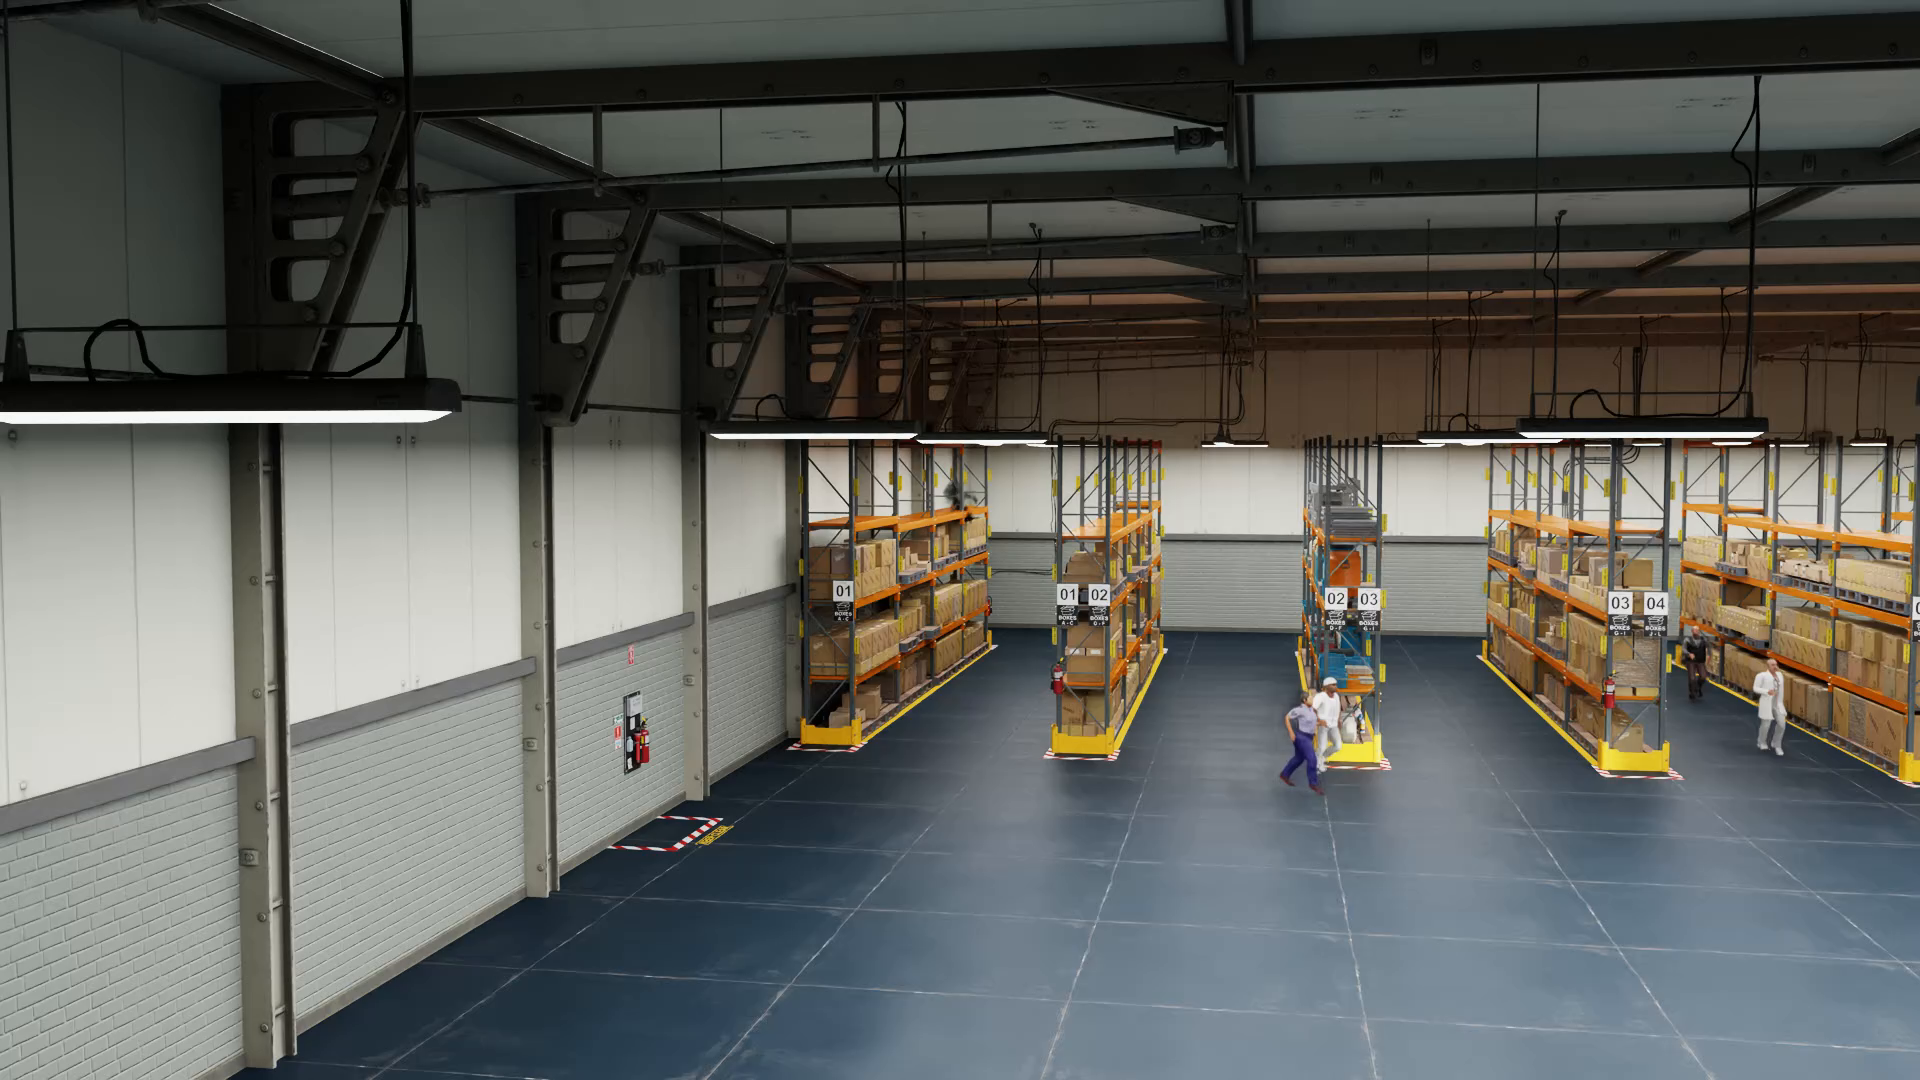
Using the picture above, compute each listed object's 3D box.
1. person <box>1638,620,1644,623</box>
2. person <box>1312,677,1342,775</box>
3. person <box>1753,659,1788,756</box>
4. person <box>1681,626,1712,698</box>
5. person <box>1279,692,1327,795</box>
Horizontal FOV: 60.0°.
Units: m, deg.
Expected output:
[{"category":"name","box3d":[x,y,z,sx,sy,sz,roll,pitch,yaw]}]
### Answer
[{"category":"person","box3d":[18.683,2.380,45.349,0.911,1.766,0.725,-1,3,-21]},{"category":"person","box3d":[6.512,3.279,29.348,0.766,1.709,0.544,-2,3,-27]},{"category":"person","box3d":[15.266,3.156,31.334,0.680,1.831,0.822,0,3,1]},{"category":"person","box3d":[16.897,2.810,38.110,0.699,1.678,0.584,1,3,11]},{"category":"person","box3d":[5.749,3.478,27.864,0.826,1.500,0.580,2,4,31]}]
